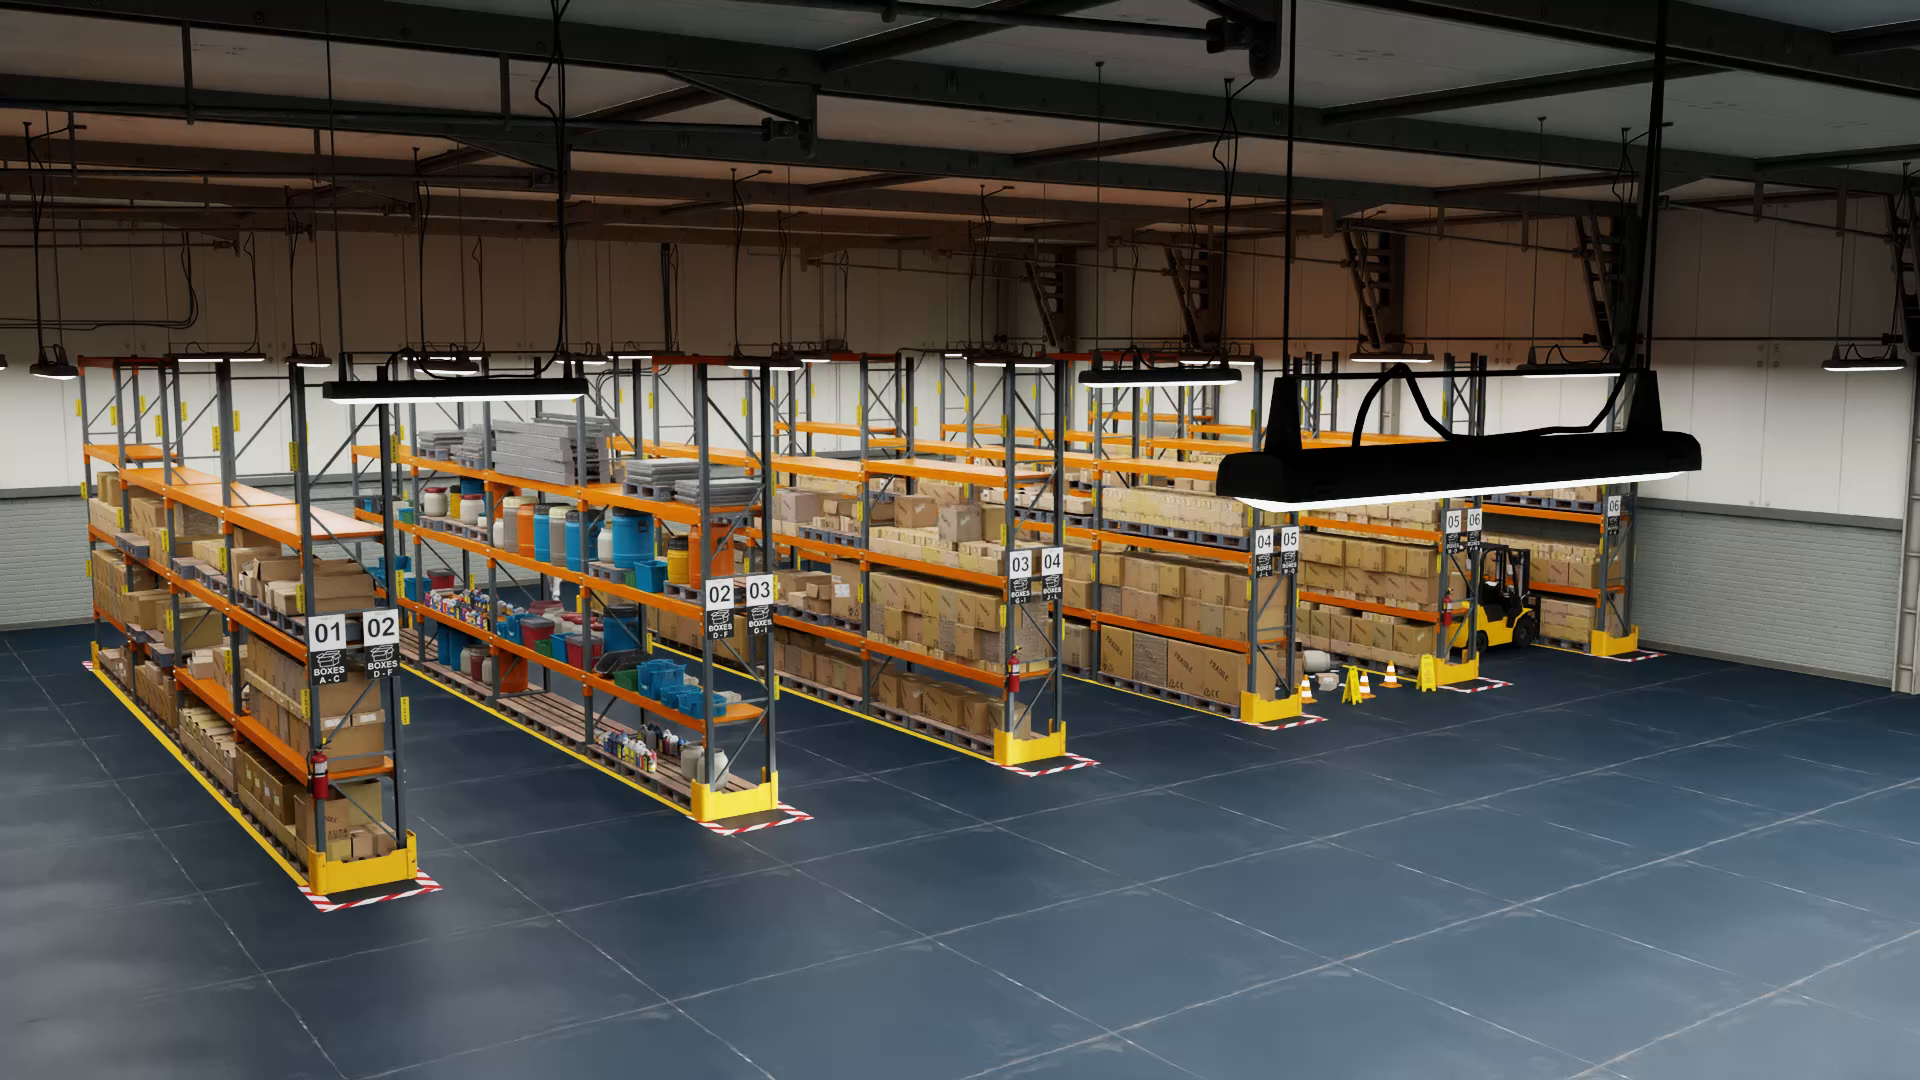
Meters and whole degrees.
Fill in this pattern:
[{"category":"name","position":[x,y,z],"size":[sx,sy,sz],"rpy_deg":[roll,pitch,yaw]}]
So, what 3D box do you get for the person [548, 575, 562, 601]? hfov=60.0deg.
[{"category":"person","position":[-9.659,0.668,39.493],"size":[0.533,1.727,1.135],"rpy_deg":[0,7,-3]}]
